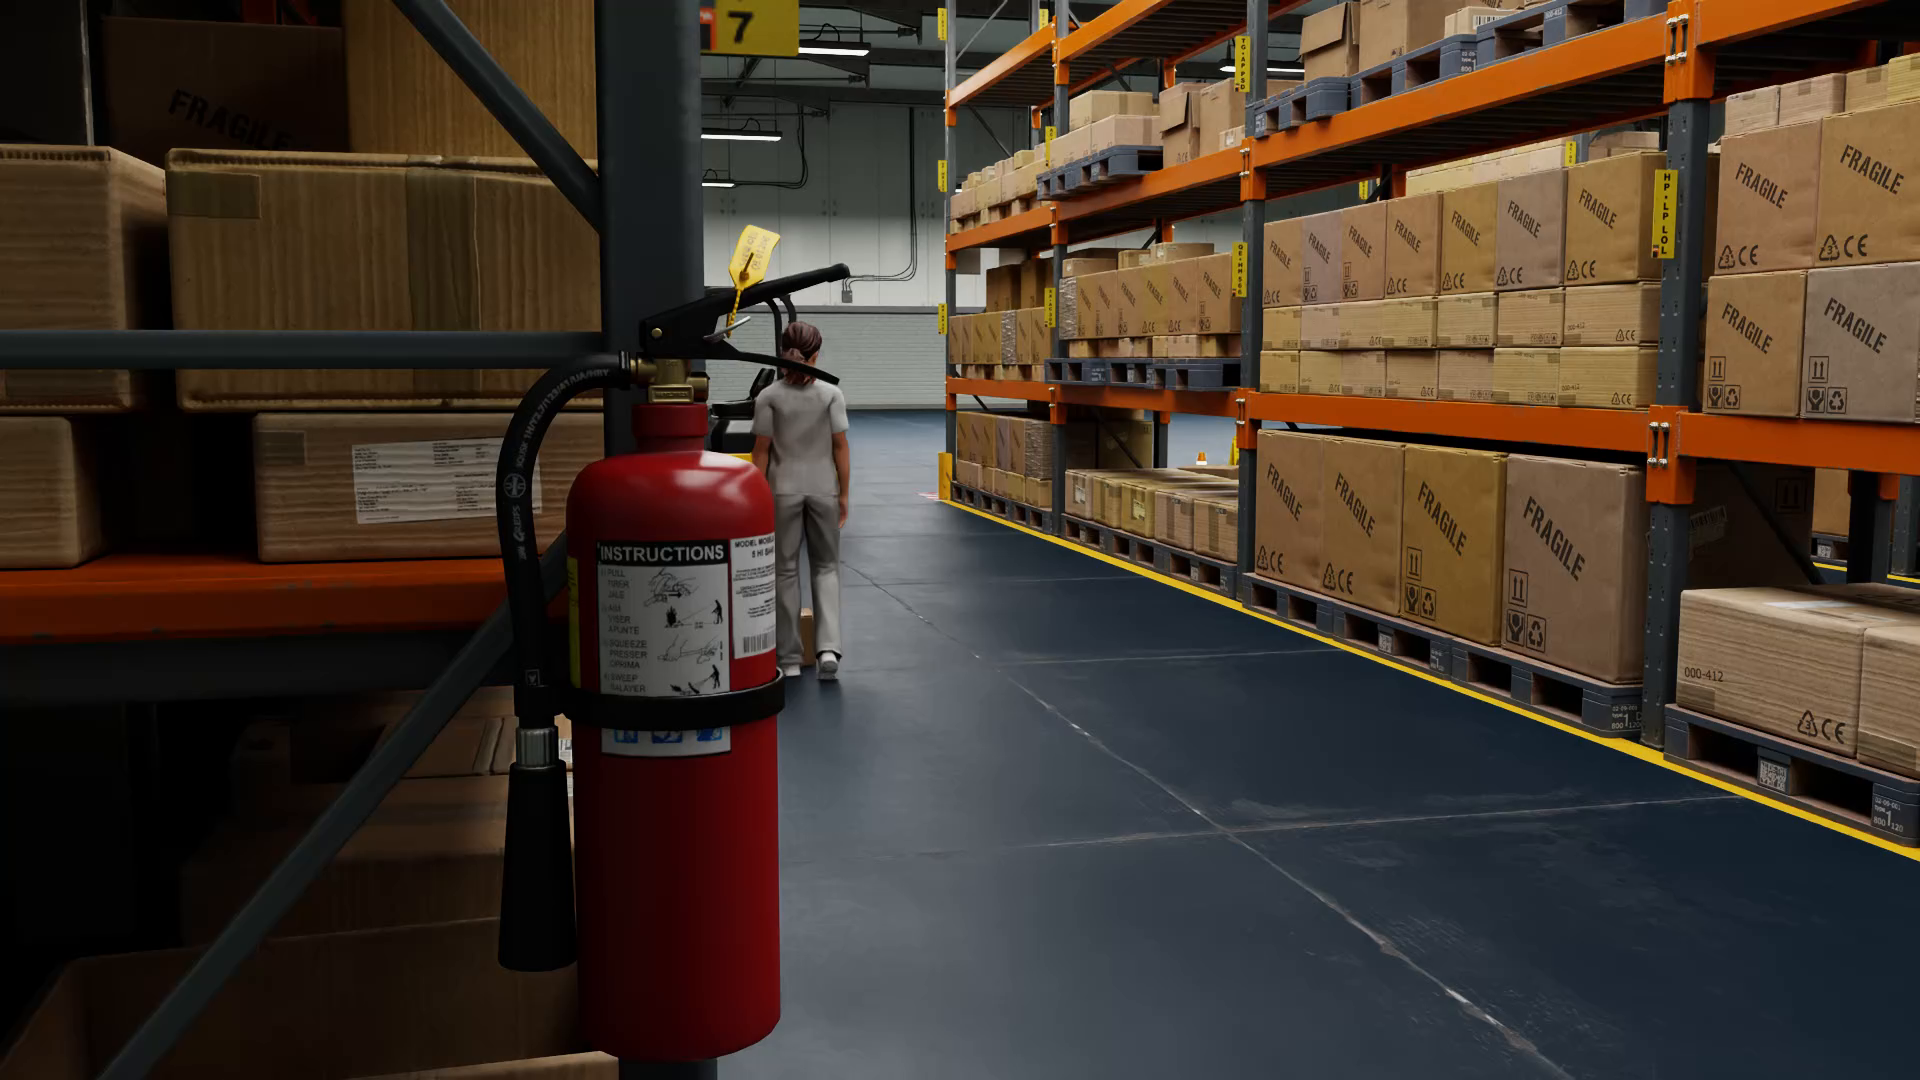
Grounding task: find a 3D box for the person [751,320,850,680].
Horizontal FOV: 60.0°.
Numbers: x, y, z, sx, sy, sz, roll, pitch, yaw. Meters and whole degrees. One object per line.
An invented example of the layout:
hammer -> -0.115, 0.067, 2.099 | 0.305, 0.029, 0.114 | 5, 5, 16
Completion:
person -> -0.755, -0.147, 7.798 | 0.456, 1.746, 0.530 | -2, 6, -15
